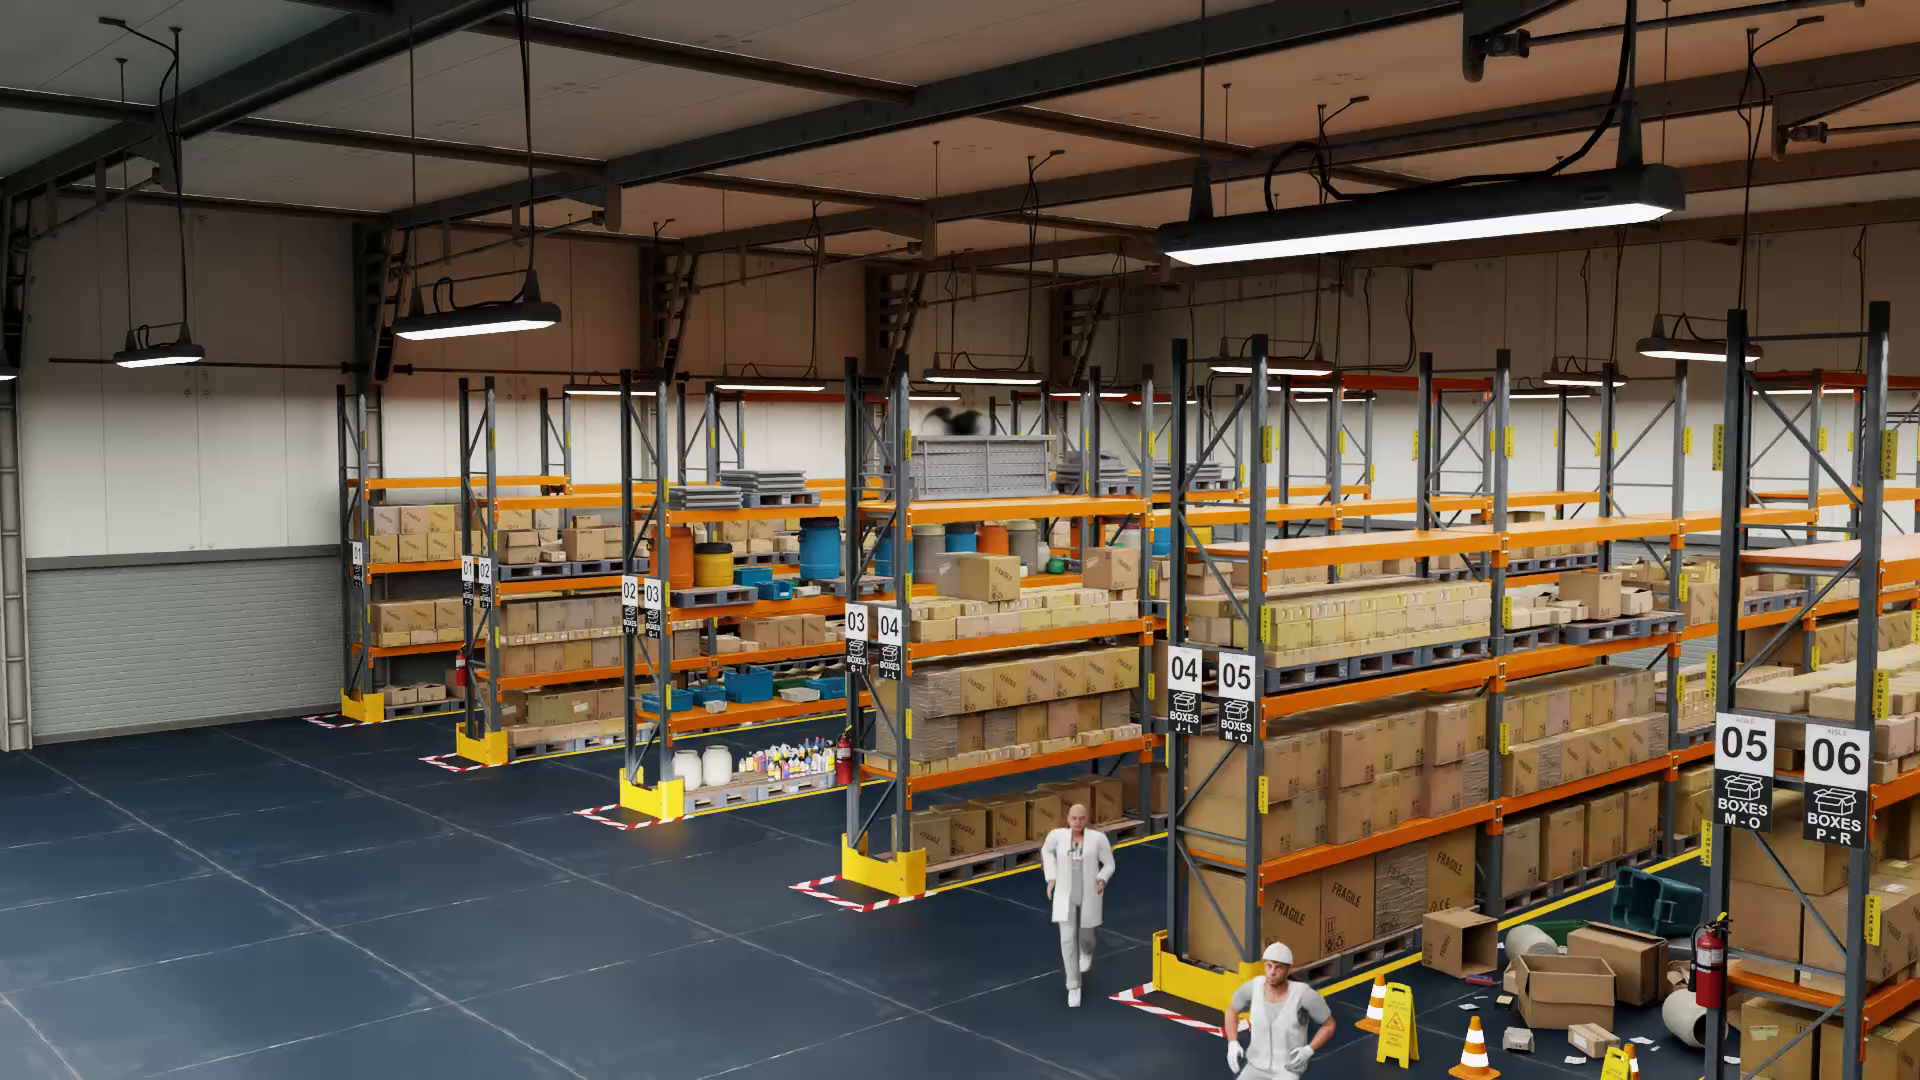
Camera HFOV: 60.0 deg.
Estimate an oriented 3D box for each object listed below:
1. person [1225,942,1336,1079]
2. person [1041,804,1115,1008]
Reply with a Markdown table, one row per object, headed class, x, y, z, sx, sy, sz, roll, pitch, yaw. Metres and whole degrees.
| class | x | y | z | sx | sy | sz | roll | pitch | yaw |
| --- | --- | --- | --- | --- | --- | --- | --- | --- | --- |
| person | 2.080 | 3.568 | 11.227 | 0.885 | 1.778 | 0.732 | 2 | 4 | 23 |
| person | 1.085 | 3.281 | 15.306 | 0.685 | 1.770 | 1.008 | 0 | 4 | 6 |
